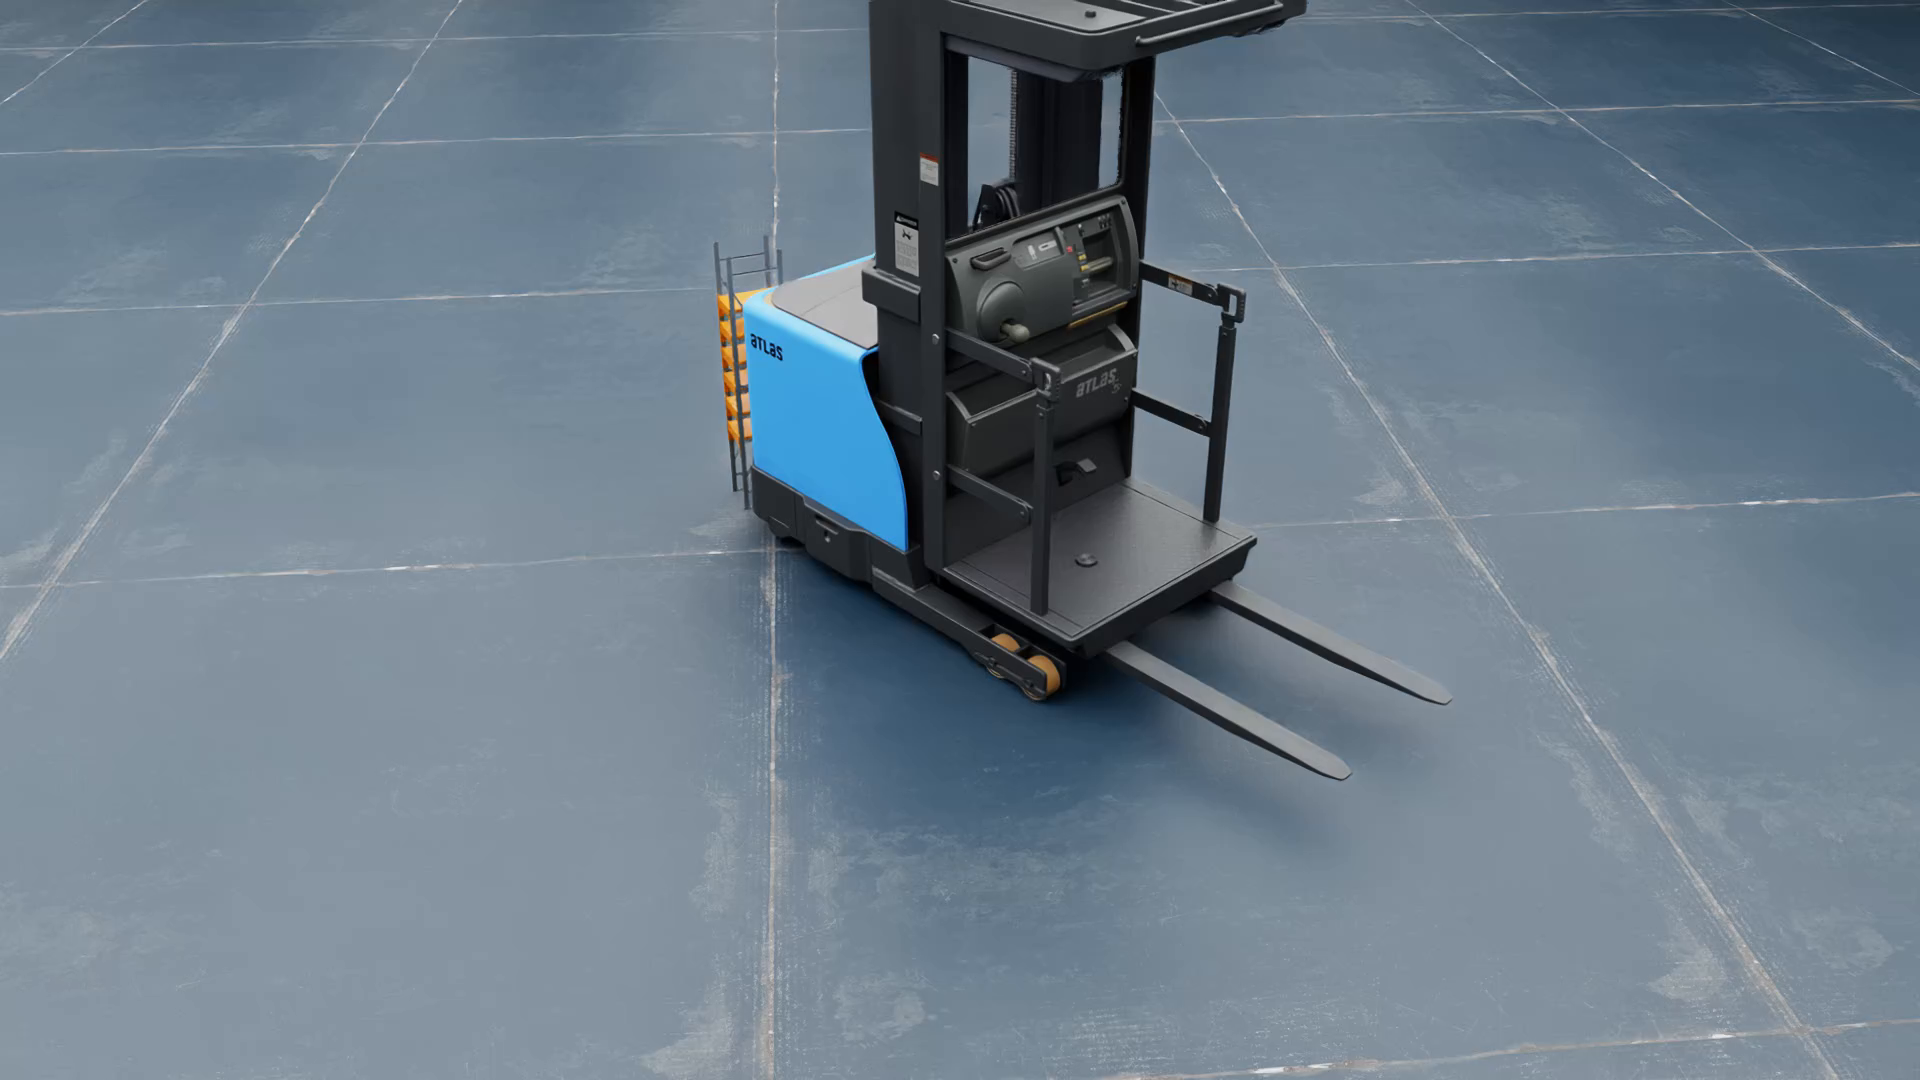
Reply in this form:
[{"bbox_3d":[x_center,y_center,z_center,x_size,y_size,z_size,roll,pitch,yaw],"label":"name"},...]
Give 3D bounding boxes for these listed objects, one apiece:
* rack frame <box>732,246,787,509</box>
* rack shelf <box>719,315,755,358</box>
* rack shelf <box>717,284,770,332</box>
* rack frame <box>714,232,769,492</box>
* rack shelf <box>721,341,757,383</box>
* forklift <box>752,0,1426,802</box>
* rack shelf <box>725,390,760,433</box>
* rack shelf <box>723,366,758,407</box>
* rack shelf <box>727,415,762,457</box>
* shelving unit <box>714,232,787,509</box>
[{"bbox_3d":[-0.838,-0.688,7.231,0.240,1.200,0.006,-18,35,-27],"label":"rack frame"},{"bbox_3d":[-0.887,-0.895,7.197,0.258,0.103,0.180,-18,35,-27],"label":"rack shelf"},{"bbox_3d":[-0.887,-0.998,7.136,0.258,0.103,0.180,-18,35,-27],"label":"rack shelf"},{"bbox_3d":[-0.935,-0.767,7.364,0.240,1.200,0.006,-18,35,-27],"label":"rack frame"},{"bbox_3d":[-0.887,-0.792,7.259,0.258,0.103,0.180,-18,35,-27],"label":"rack shelf"},{"bbox_3d":[0.420,-0.936,5.958,1.130,2.935,3.031,-22,37,-32],"label":"forklift"},{"bbox_3d":[-0.887,-0.586,7.382,0.258,0.103,0.180,-18,35,-27],"label":"rack shelf"},{"bbox_3d":[-0.887,-0.689,7.320,0.258,0.103,0.180,-18,35,-27],"label":"rack shelf"},{"bbox_3d":[-0.887,-0.483,7.444,0.258,0.103,0.180,-18,35,-27],"label":"rack shelf"},{"bbox_3d":[-0.887,-0.727,7.298,0.258,1.200,0.189,-18,35,-27],"label":"shelving unit"}]
